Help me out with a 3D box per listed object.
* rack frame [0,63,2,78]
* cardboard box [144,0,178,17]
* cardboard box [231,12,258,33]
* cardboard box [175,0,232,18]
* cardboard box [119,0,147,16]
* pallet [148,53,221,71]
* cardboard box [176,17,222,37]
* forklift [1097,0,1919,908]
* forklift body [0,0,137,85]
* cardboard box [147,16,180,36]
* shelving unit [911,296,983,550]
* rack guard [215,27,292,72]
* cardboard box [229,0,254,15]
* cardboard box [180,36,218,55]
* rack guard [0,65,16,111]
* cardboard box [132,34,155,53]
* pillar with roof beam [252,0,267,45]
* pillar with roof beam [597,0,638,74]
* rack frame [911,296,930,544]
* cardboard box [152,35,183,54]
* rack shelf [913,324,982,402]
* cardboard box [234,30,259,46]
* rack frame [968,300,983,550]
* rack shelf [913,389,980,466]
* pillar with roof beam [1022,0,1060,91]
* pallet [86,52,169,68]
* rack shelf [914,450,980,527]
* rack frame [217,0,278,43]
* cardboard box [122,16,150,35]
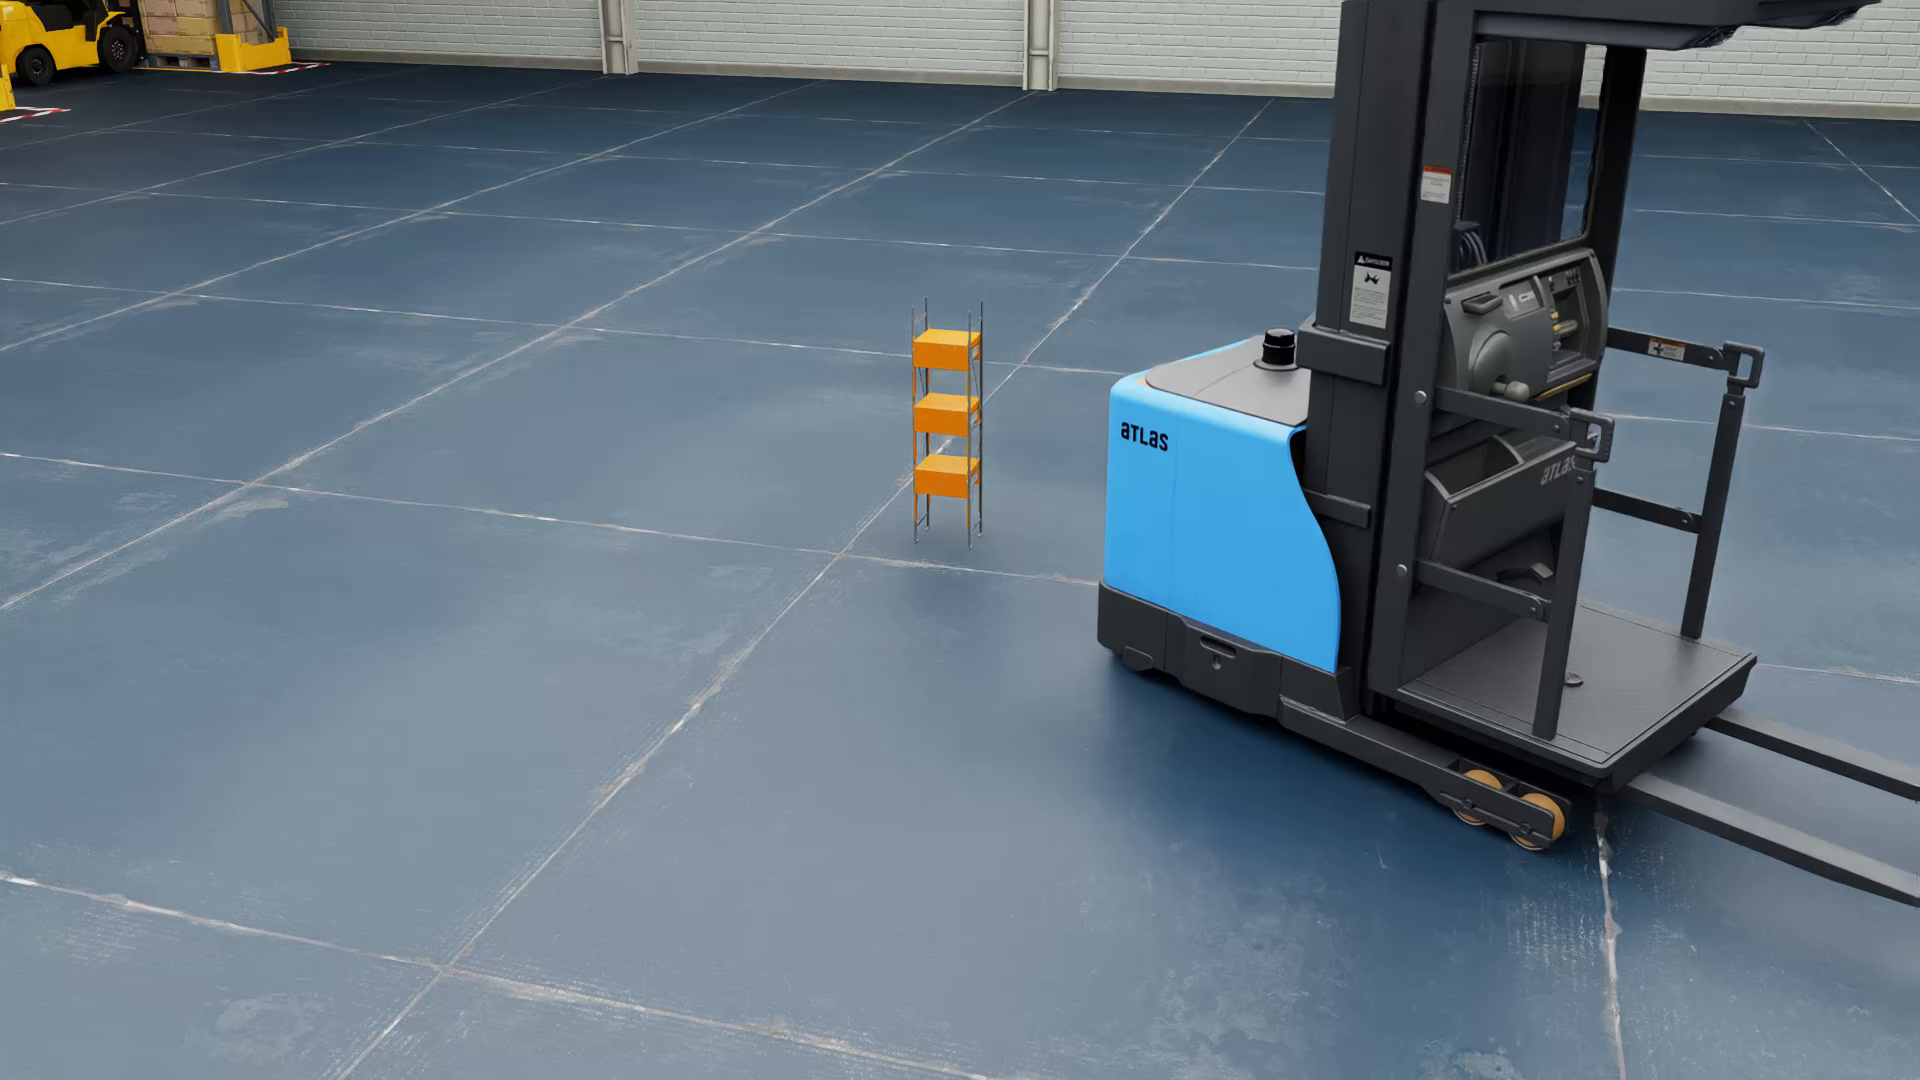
[{"bbox_3d":[-11.474,-6.328,18.745,0.127,3.000,1.000,7,23,16],"label":"rack frame"},{"bbox_3d":[-11.066,-7.508,23.373,0.500,0.250,0.500,7,23,16],"label":"cardboard box"},{"bbox_3d":[-10.434,-7.413,23.799,0.500,0.250,0.500,7,23,16],"label":"cardboard box"},{"bbox_3d":[-10.575,-7.454,23.242,0.500,0.250,0.500,7,23,17],"label":"cardboard box"},{"bbox_3d":[-11.552,-7.560,23.499,0.500,0.250,0.500,7,23,16],"label":"cardboard box"},{"bbox_3d":[-10.788,-6.911,23.839,1.213,0.211,1.003,7,23,16],"label":"pallet"},{"bbox_3d":[-10.600,-7.225,23.343,0.500,0.250,0.500,6,23,15],"label":"cardboard box"},{"bbox_3d":[1.894,-0.645,4.980,1.130,2.935,3.031,-20,30,-40],"label":"forklift"},{"bbox_3d":[-12.387,-7.284,22.194,1.214,2.155,2.313,7,23,16],"label":"forklift body"},{"bbox_3d":[-11.077,-7.284,23.487,0.500,0.250,0.500,6,23,15],"label":"cardboard box"},{"bbox_3d":[-0.051,-0.492,7.085,0.252,1.050,0.215,7,23,16],"label":"shelving unit"},{"bbox_3d":[-10.021,-6.973,23.611,0.348,0.500,1.175,7,23,16],"label":"rack guard"},{"bbox_3d":[-10.450,-7.638,23.691,0.500,0.250,0.500,6,23,15],"label":"cardboard box"},{"bbox_3d":[-10.585,-6.991,23.430,0.500,0.250,0.500,7,23,16],"label":"cardboard box"},{"bbox_3d":[-11.547,-5.180,19.240,0.348,0.500,1.175,7,23,16],"label":"rack guard"},{"bbox_3d":[-11.535,-7.107,23.713,0.500,0.250,0.500,7,23,16],"label":"cardboard box"},{"bbox_3d":[-11.694,-9.747,19.175,0.400,9.000,9.100,7,23,16],"label":"pillar with roof beam"},{"bbox_3d":[-5.950,-9.090,17.572,0.400,9.000,9.100,7,23,16],"label":"pillar with roof beam"},{"bbox_3d":[-0.168,-0.505,7.118,0.008,1.050,0.200,7,23,16],"label":"rack frame"},{"bbox_3d":[-11.059,-7.049,23.572,0.500,0.250,0.500,7,23,15],"label":"cardboard box"},{"bbox_3d":[-0.051,-0.744,6.981,0.240,0.259,0.215,7,23,16],"label":"rack shelf"},{"bbox_3d":[-10.458,-7.179,23.889,0.500,0.250,0.500,7,23,16],"label":"cardboard box"},{"bbox_3d":[0.066,-0.478,7.052,0.008,1.050,0.200,7,23,16],"label":"rack frame"},{"bbox_3d":[-0.051,-0.482,7.089,0.240,0.259,0.215,7,23,16],"label":"rack shelf"},{"bbox_3d":[-0.205,-8.432,15.968,0.400,9.000,9.100,7,23,16],"label":"pillar with roof beam"},{"bbox_3d":[-11.953,-7.045,24.167,1.213,0.211,1.003,7,23,15],"label":"pallet"},{"bbox_3d":[-0.051,-0.225,7.195,0.240,0.259,0.215,7,23,16],"label":"rack shelf"},{"bbox_3d":[-10.044,-8.132,23.143,0.127,3.000,1.000,7,23,16],"label":"rack frame"},{"bbox_3d":[-11.578,-7.333,23.606,0.500,0.250,0.500,6,23,14],"label":"cardboard box"}]
